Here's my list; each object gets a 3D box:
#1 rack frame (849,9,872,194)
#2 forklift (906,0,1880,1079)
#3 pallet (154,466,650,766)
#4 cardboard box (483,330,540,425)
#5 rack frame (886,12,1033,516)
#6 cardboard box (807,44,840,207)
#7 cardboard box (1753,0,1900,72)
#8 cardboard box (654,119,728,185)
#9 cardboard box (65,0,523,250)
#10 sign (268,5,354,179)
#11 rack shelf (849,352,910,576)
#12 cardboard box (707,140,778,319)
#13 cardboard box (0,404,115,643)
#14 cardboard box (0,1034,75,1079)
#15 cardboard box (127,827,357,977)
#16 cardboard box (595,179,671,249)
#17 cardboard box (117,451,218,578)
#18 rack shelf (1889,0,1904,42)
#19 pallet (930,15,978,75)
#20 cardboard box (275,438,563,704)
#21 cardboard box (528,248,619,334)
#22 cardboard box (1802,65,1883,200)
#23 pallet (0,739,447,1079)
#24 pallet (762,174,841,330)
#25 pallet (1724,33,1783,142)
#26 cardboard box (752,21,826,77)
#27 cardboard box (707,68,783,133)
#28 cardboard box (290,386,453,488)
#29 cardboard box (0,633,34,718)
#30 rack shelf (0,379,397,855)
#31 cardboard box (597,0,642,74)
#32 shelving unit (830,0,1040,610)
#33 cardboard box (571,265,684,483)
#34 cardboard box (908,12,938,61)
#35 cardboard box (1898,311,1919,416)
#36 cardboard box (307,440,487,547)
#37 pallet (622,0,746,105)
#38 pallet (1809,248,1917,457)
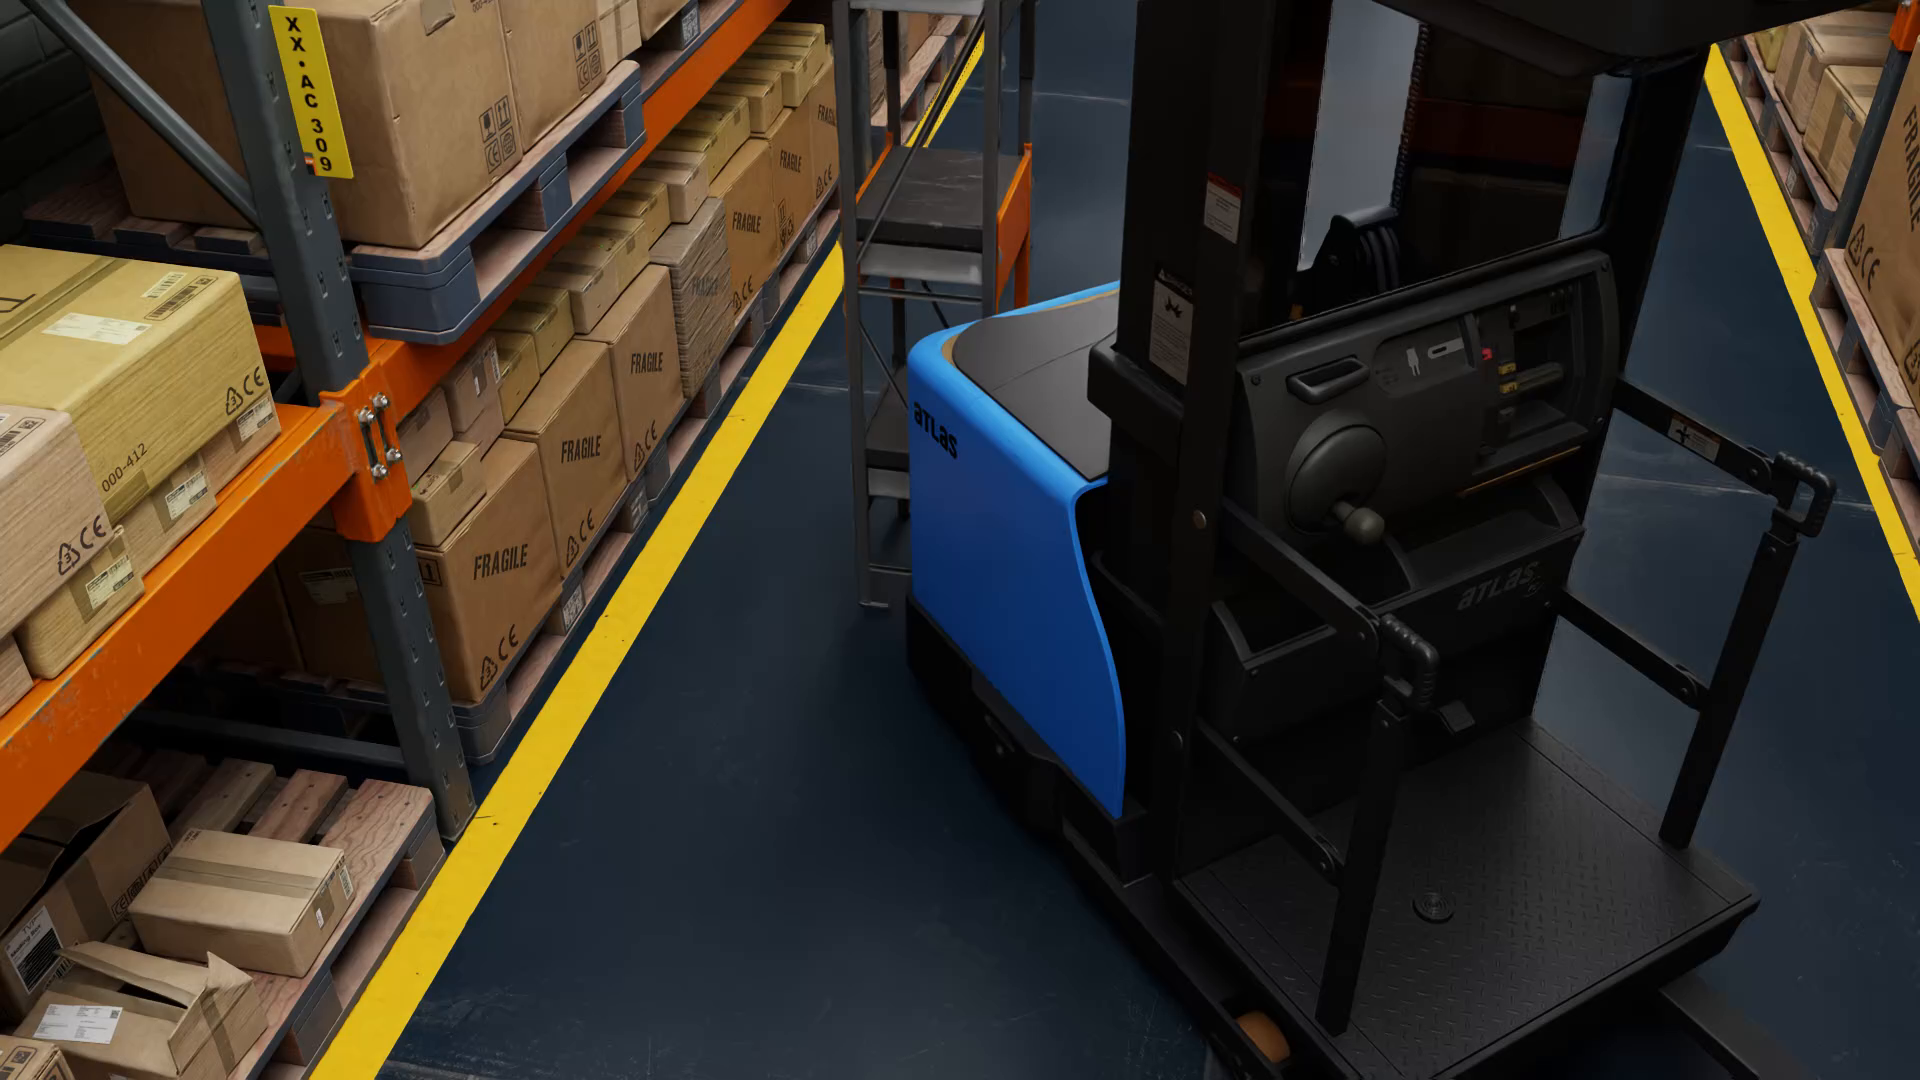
[{"bbox_3d":[-0.890,-2.838,6.610,1.000,3.000,0.127,7,37,10],"label":"rack frame"},{"bbox_3d":[1.029,-0.211,3.043,1.130,2.935,3.031,-19,40,-24],"label":"forklift"},{"bbox_3d":[-1.608,0.113,4.914,1.003,0.211,1.213,7,37,10],"label":"pallet"},{"bbox_3d":[-1.381,-0.455,4.541,0.380,0.149,0.250,6,36,8],"label":"cardboard box"},{"bbox_3d":[-0.003,-0.912,4.719,0.400,2.100,0.015,7,37,10],"label":"rack frame"},{"bbox_3d":[-0.771,-1.727,6.849,0.500,0.500,0.500,8,37,11],"label":"cardboard box"},{"bbox_3d":[4.407,-2.505,8.032,0.950,0.372,0.625,8,37,12],"label":"cardboard box"},{"bbox_3d":[-1.029,-1.349,5.775,0.380,0.149,0.250,7,36,9],"label":"cardboard box"},{"bbox_3d":[-1.423,-1.005,3.637,0.700,0.500,0.500,8,37,11],"label":"cardboard box"},{"bbox_3d":[-1.213,-0.832,3.104,0.100,0.325,0.005,7,37,10],"label":"sign"},{"bbox_3d":[-0.053,-0.194,4.945,0.431,0.518,0.480,7,37,10],"label":"rack shelf"},{"bbox_3d":[-0.997,-1.141,6.040,0.500,0.500,0.500,9,37,12],"label":"cardboard box"},{"bbox_3d":[-1.708,0.007,2.559,0.500,0.250,0.500,7,37,10],"label":"cardboard box"},{"bbox_3d":[-1.933,1.171,2.850,0.700,0.500,0.500,6,36,8],"label":"cardboard box"},{"bbox_3d":[-1.577,0.795,3.668,0.380,0.149,0.250,6,36,9],"label":"cardboard box"},{"bbox_3d":[-1.161,-1.053,5.366,0.380,0.149,0.250,7,37,10],"label":"cardboard box"},{"bbox_3d":[-1.600,-0.077,3.014,0.380,0.149,0.250,8,37,11],"label":"cardboard box"},{"bbox_3d":[4.387,-3.074,7.548,1.077,0.370,4.000,7,37,10],"label":"rack shelf"},{"bbox_3d":[-0.414,-2.874,9.035,1.003,0.211,1.213,7,37,10],"label":"pallet"},{"bbox_3d":[-1.422,0.048,4.400,0.500,0.500,0.500,9,37,12],"label":"cardboard box"},{"bbox_3d":[-1.246,-0.752,4.952,0.380,0.149,0.250,7,37,10],"label":"cardboard box"},{"bbox_3d":[4.090,-1.647,6.848,0.950,0.372,0.625,5,36,7],"label":"cardboard box"},{"bbox_3d":[-1.892,0.978,3.721,1.003,0.211,1.213,7,37,10],"label":"pallet"},{"bbox_3d":[-1.087,-1.286,6.844,1.003,0.211,1.213,7,37,10],"label":"pallet"},{"bbox_3d":[4.391,-2.234,8.153,1.003,0.211,1.213,7,37,10],"label":"pallet"},{"bbox_3d":[-0.748,-1.944,6.596,0.380,0.149,0.250,6,36,8],"label":"cardboard box"},{"bbox_3d":[-0.876,-1.638,6.174,0.380,0.149,0.250,6,36,8],"label":"cardboard box"},{"bbox_3d":[-1.467,-0.266,4.027,0.380,0.149,0.250,7,36,9],"label":"cardboard box"},{"bbox_3d":[-1.715,0.222,2.602,0.380,0.149,0.250,8,37,11],"label":"cardboard box"},{"bbox_3d":[-2.172,0.893,2.075,1.077,0.370,4.000,7,37,10],"label":"rack shelf"},{"bbox_3d":[-1.073,-1.409,4.395,0.396,0.266,0.258,9,37,12],"label":"cardboard box"},{"bbox_3d":[-0.053,-0.772,4.526,0.431,2.100,0.503,7,37,10],"label":"shelving unit"},{"bbox_3d":[-1.207,-0.544,5.217,0.500,0.500,0.500,6,36,9],"label":"cardboard box"},{"bbox_3d":[-0.612,-2.778,8.193,0.875,0.625,0.625,8,37,11],"label":"cardboard box"},{"bbox_3d":[3.536,-0.632,5.018,0.875,0.875,0.875,8,37,11],"label":"cardboard box"},{"bbox_3d":[-1.408,-0.138,4.104,0.380,0.149,0.250,9,37,12],"label":"cardboard box"},{"bbox_3d":[-1.301,-1.645,5.127,1.003,0.211,1.213,7,37,10],"label":"pallet"},{"bbox_3d":[3.718,-0.647,5.962,1.003,0.211,1.213,7,37,10],"label":"pallet"}]
